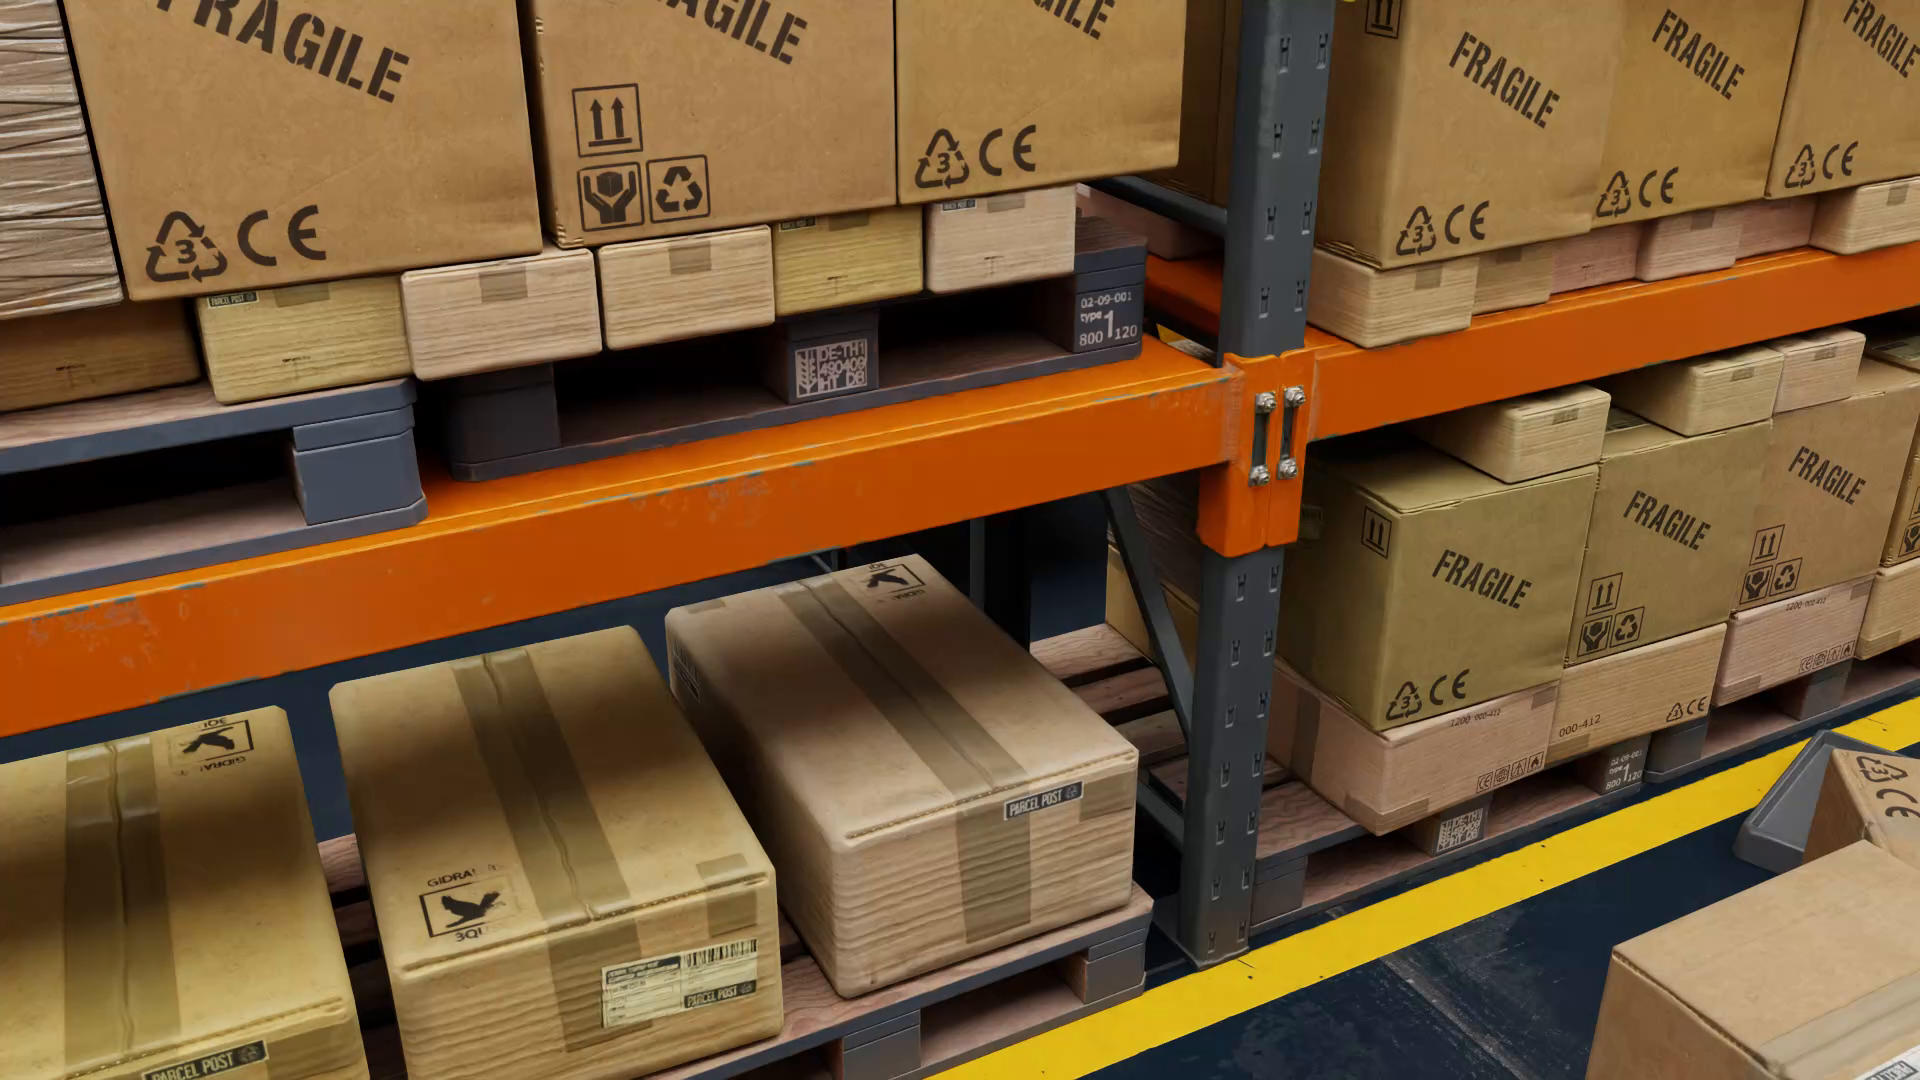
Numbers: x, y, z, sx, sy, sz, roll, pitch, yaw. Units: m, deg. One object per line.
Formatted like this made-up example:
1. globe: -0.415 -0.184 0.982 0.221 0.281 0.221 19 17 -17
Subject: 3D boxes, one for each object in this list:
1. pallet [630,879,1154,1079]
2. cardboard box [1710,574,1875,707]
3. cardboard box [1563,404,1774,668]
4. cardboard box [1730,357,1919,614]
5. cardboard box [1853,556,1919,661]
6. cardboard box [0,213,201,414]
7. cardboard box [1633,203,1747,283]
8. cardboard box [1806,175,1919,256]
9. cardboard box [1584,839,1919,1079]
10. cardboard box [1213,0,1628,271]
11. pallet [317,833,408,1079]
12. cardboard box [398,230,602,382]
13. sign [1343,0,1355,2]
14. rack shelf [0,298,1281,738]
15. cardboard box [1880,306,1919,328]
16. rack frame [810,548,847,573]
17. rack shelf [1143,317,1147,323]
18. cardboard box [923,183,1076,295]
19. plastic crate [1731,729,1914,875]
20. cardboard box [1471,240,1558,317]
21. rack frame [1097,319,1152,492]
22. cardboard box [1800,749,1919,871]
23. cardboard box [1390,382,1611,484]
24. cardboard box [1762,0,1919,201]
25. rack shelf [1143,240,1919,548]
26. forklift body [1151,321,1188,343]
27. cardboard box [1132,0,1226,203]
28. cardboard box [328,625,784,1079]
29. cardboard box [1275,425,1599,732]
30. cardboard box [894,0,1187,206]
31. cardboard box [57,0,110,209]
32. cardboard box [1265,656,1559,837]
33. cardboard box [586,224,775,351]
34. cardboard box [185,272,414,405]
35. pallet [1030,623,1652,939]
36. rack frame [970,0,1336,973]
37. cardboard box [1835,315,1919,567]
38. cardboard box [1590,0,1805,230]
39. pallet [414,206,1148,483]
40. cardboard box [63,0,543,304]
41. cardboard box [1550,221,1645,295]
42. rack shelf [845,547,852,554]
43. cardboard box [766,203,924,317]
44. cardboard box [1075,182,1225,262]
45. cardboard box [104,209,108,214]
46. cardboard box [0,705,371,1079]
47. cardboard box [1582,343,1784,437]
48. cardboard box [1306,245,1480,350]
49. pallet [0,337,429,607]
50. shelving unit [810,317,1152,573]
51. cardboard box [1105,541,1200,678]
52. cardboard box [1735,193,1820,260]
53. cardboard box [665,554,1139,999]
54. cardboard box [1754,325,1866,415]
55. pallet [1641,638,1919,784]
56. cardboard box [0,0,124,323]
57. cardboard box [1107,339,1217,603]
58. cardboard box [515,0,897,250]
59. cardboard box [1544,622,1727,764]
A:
1. pallet: -0.376 0.746 3.452 1.213 0.211 1.003 -13 29 -25
2. cardboard box: 1.890 0.141 4.182 0.500 0.250 0.500 -13 29 -26
3. cardboard box: 1.424 -0.088 3.794 0.500 0.500 0.500 -12 28 -23
4. cardboard box: 1.883 -0.193 4.012 0.500 0.500 0.500 -11 28 -22
5. cardboard box: 2.333 0.044 4.384 0.500 0.250 0.500 -14 29 -27
6. cardboard box: -1.202 -0.319 2.254 0.250 0.149 0.380 -14 29 -27
7. cardboard box: 1.392 -0.672 3.475 0.250 0.149 0.380 -12 28 -24
8. cardboard box: 1.872 -0.755 3.648 0.250 0.149 0.380 -13 28 -25
9. cardboard box: 1.174 0.789 2.154 0.500 0.500 0.500 -13 29 -25
10. cardboard box: 0.829 -0.832 3.059 0.500 0.500 0.500 -13 29 -25
11. pallet: -1.454 0.996 2.931 1.213 0.211 1.003 -13 29 -25
12. cardboard box: -0.689 -0.369 2.359 0.250 0.149 0.380 -13 28 -25
13. sign: 0.574 -0.981 2.489 0.005 0.325 0.100 -13 29 -25
14. rack shelf: -1.455 0.062 2.487 4.000 0.370 1.077 -13 29 -25
15. cardboard box: 2.506 -0.599 4.107 0.250 0.149 0.380 -12 28 -23
16. rack frame: -0.455 -0.402 4.788 0.032 1.125 0.500 -13 29 -25
17. rack shelf: -0.006 -0.770 4.877 1.000 0.278 0.538 -13 29 -25
18. cardboard box: -0.014 -0.536 2.705 0.250 0.149 0.380 -13 28 -24
19. plastic crate: 2.081 0.640 3.825 0.402 0.080 0.583 21 33 37
20. cardboard box: 0.937 -0.570 3.261 0.250 0.149 0.380 -12 28 -24
21. rack frame: 0.443 -0.609 5.219 0.032 1.125 0.500 -13 29 -25
22. cardboard box: 1.896 0.757 3.092 0.500 0.500 0.500 5 26 11
23. cardboard box: 1.096 -0.270 3.422 0.250 0.149 0.380 -13 28 -24
24. cardboard box: 1.710 -1.041 3.493 0.500 0.500 0.500 -13 29 -26
25. rack shelf: 2.075 -0.753 4.184 4.000 0.370 1.077 -13 29 -25
26. forklift body: 0.686 -1.914 6.751 1.214 2.155 2.313 -13 29 -25
27. cardboard box: 0.585 -1.035 3.480 0.500 0.500 0.500 -14 29 -26
28. cardboard box: -0.784 0.581 3.125 0.625 0.372 0.950 -11 28 -22
29. cardboard box: 0.958 0.025 3.557 0.500 0.500 0.500 -12 28 -23
30. cardboard box: 0.010 -0.857 2.624 0.500 0.500 0.500 -14 29 -26
31. cardboard box: -1.571 -0.746 2.394 0.500 0.500 0.500 -14 29 -27
32. cardboard box: 0.958 0.363 3.719 0.500 0.250 0.500 -14 29 -27
33. cardboard box: -0.466 -0.423 2.470 0.250 0.149 0.380 -14 29 -26
34. cardboard box: -0.921 -0.333 2.284 0.250 0.149 0.380 -13 29 -25
35. pallet: 0.886 0.437 4.096 1.213 0.211 1.003 -13 29 -25
36. rack frame: 0.310 -0.670 3.180 0.127 3.000 1.000 -13 29 -25
37. cardboard box: 2.348 -0.302 4.239 0.500 0.500 0.500 -14 29 -26
38. cardboard box: 1.261 -0.943 3.290 0.500 0.500 0.500 -13 29 -25
39. pallet: -0.433 -0.483 3.013 1.213 0.211 1.003 -13 29 -25
40. cardboard box: -0.885 -0.652 2.199 0.500 0.500 0.500 -12 28 -23
41. cardboard box: 1.157 -0.635 3.398 0.250 0.149 0.380 -13 29 -25
42. rack shelf: -0.006 -0.285 5.109 1.000 0.278 0.538 -13 29 -25
43. cardboard box: -0.255 -0.489 2.607 0.250 0.149 0.380 -14 29 -27
44. cardboard box: 0.450 -0.739 3.613 0.250 0.149 0.380 -13 29 -26
45. cardboard box: -1.490 -0.499 2.629 0.250 0.149 0.380 -12 28 -23
46. cardboard box: -1.397 0.723 2.829 0.625 0.372 0.950 -12 28 -23
47. cardboard box: 1.549 -0.375 3.641 0.250 0.149 0.380 -12 28 -23
48. cardboard box: 0.739 -0.498 3.113 0.250 0.149 0.380 -13 29 -25
49. pallet: -1.492 -0.188 2.397 1.213 0.211 1.003 -13 29 -25
50. shelving unit: -0.006 -0.506 5.004 1.048 1.125 0.538 -13 29 -25
51. cardboard box: 0.705 0.157 4.149 0.500 0.250 0.500 -12 28 -23
52. cardboard box: 1.612 -0.739 3.613 0.250 0.149 0.380 -13 29 -25
53. cardboard box: -0.152 0.433 3.433 0.625 0.372 0.950 -13 28 -24
54. cardboard box: 1.785 -0.431 3.758 0.250 0.149 0.380 -11 28 -22
55. pallet: 1.964 0.187 4.617 1.213 0.211 1.003 -13 29 -25
56. cardboard box: -1.347 -0.545 1.976 0.500 0.500 0.500 -14 29 -27
57. cardboard box: 0.706 -0.181 3.986 0.500 0.500 0.500 -13 29 -26
58. cardboard box: -0.427 -0.755 2.413 0.500 0.500 0.500 -13 28 -25
59. cardboard box: 1.423 0.250 3.955 0.500 0.250 0.500 -11 28 -22
